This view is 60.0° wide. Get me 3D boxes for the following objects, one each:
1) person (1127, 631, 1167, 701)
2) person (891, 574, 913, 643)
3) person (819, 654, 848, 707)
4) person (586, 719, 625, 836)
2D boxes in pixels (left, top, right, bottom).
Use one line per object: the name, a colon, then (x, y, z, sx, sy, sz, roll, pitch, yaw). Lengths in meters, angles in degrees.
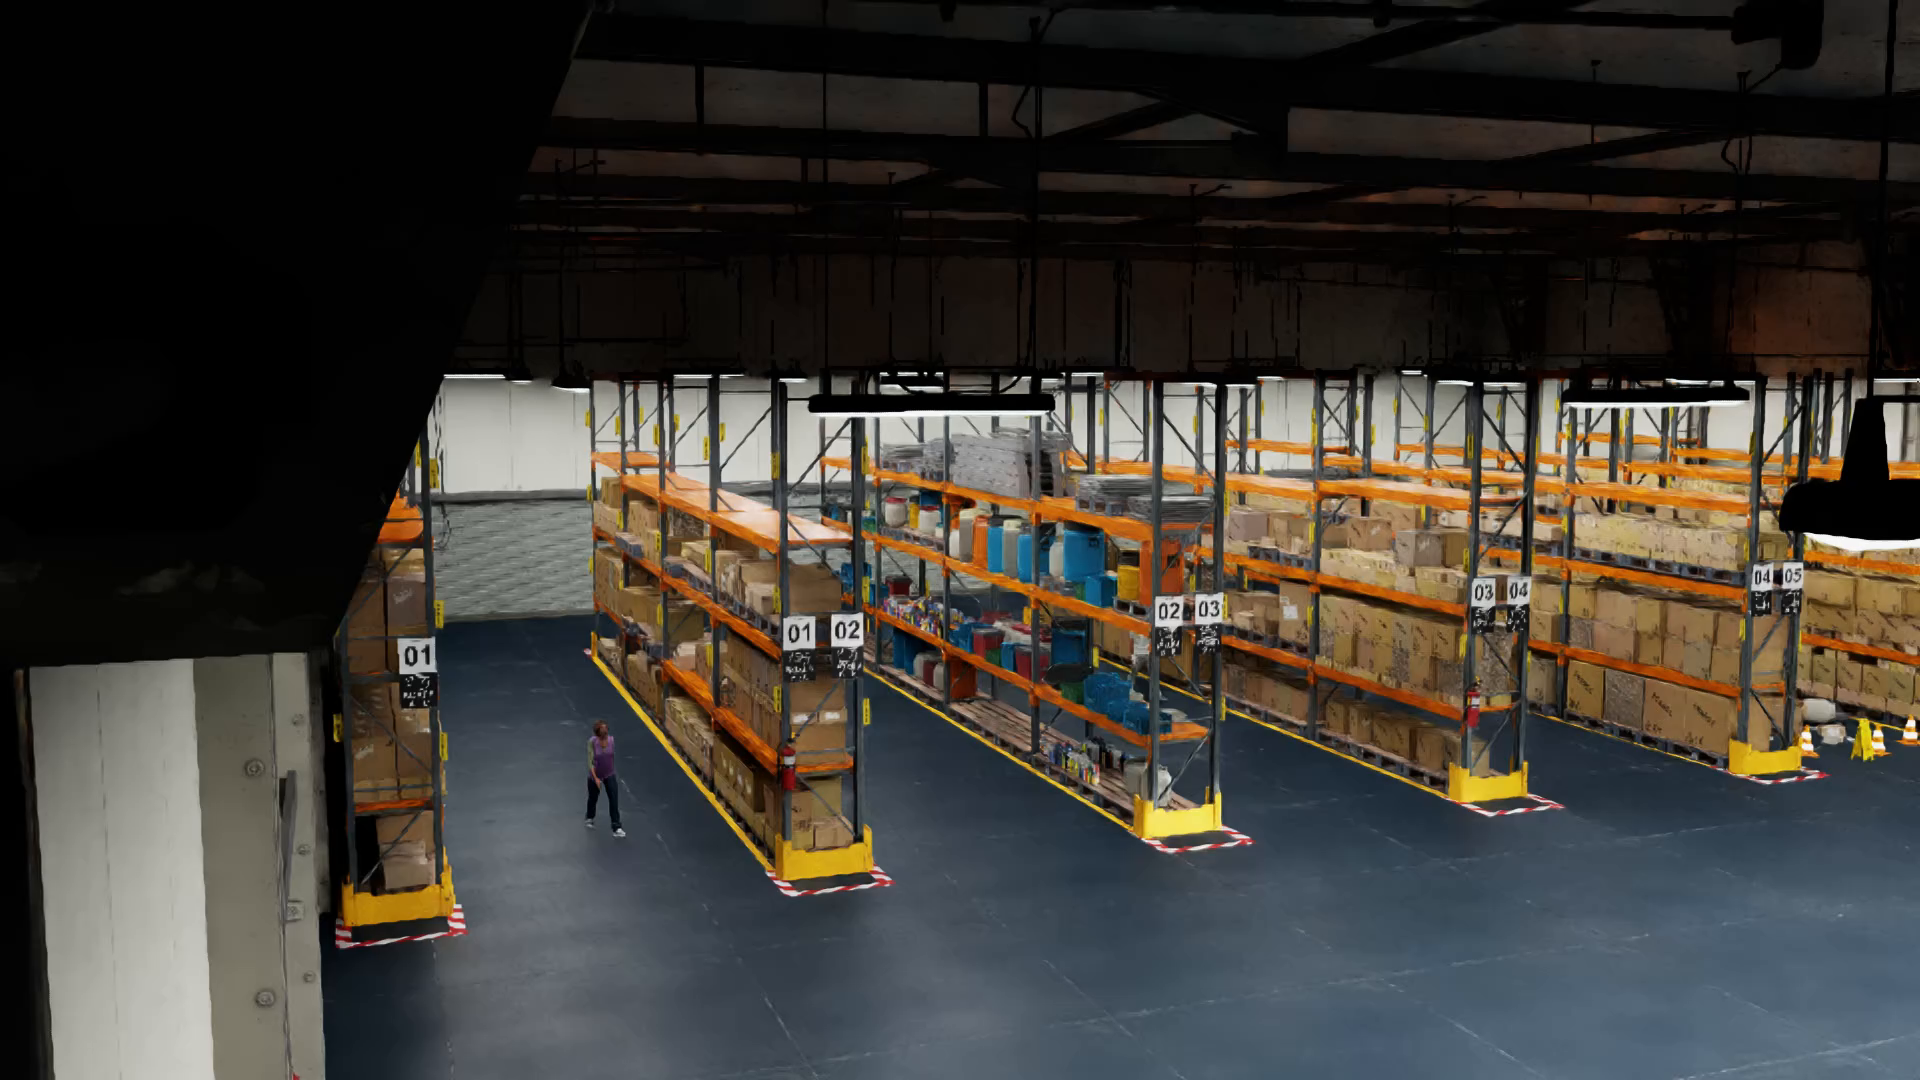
person: (3.383, 2.067, 30.519, 0.566, 1.706, 1.122, -2, 7, -18)
person: (-1.193, 1.517, 35.891, 0.444, 1.604, 1.018, -4, 7, -29)
person: (-2.224, 2.170, 29.727, 0.682, 1.715, 0.542, -3, 7, -22)
person: (-4.733, 3.110, 21.951, 0.412, 1.533, 0.955, -3, 7, -28)
